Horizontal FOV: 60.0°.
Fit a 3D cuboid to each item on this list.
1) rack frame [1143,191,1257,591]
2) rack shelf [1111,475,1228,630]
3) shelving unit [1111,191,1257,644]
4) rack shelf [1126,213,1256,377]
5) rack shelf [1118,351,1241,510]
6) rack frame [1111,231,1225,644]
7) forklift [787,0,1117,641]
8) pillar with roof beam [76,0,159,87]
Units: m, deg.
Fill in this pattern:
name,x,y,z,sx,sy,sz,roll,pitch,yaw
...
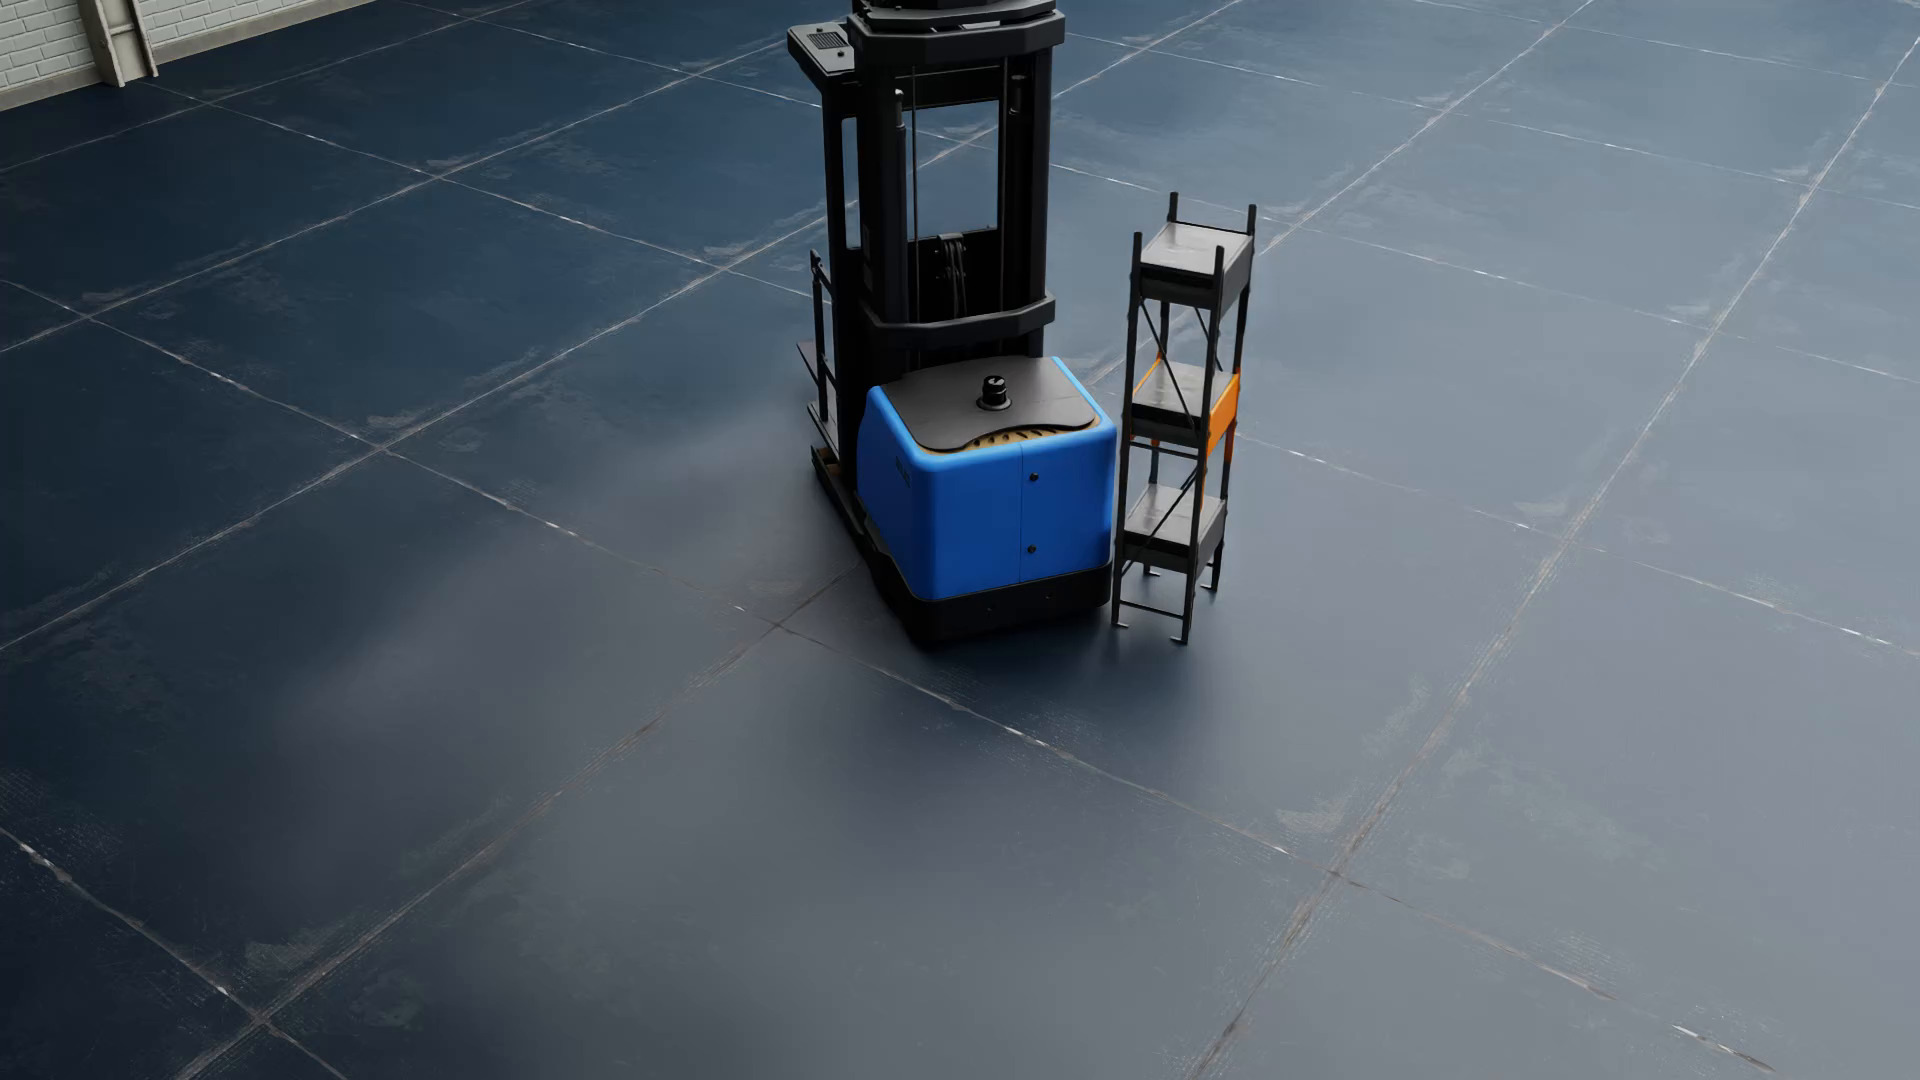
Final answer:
name,x,y,z,sx,sy,sz,roll,pitch,yaw
rack frame,1.137,-0.658,8.022,0.400,2.100,0.015,14,37,20
rack shelf,1.038,0.058,8.237,0.431,0.518,0.480,14,37,20
shelving unit,1.036,-0.533,7.838,0.431,2.100,0.503,14,37,20
rack shelf,1.034,-1.102,7.455,0.431,0.518,0.480,14,37,20
rack shelf,1.036,-0.522,7.846,0.431,0.518,0.480,14,37,20
rack frame,0.935,-0.409,7.654,0.400,2.100,0.015,14,37,20
forklift,-0.204,-1.544,8.592,1.130,2.935,3.031,-11,36,-16
pillar with roof beam,-4.029,-6.561,10.595,9.100,9.000,0.400,21,39,28
